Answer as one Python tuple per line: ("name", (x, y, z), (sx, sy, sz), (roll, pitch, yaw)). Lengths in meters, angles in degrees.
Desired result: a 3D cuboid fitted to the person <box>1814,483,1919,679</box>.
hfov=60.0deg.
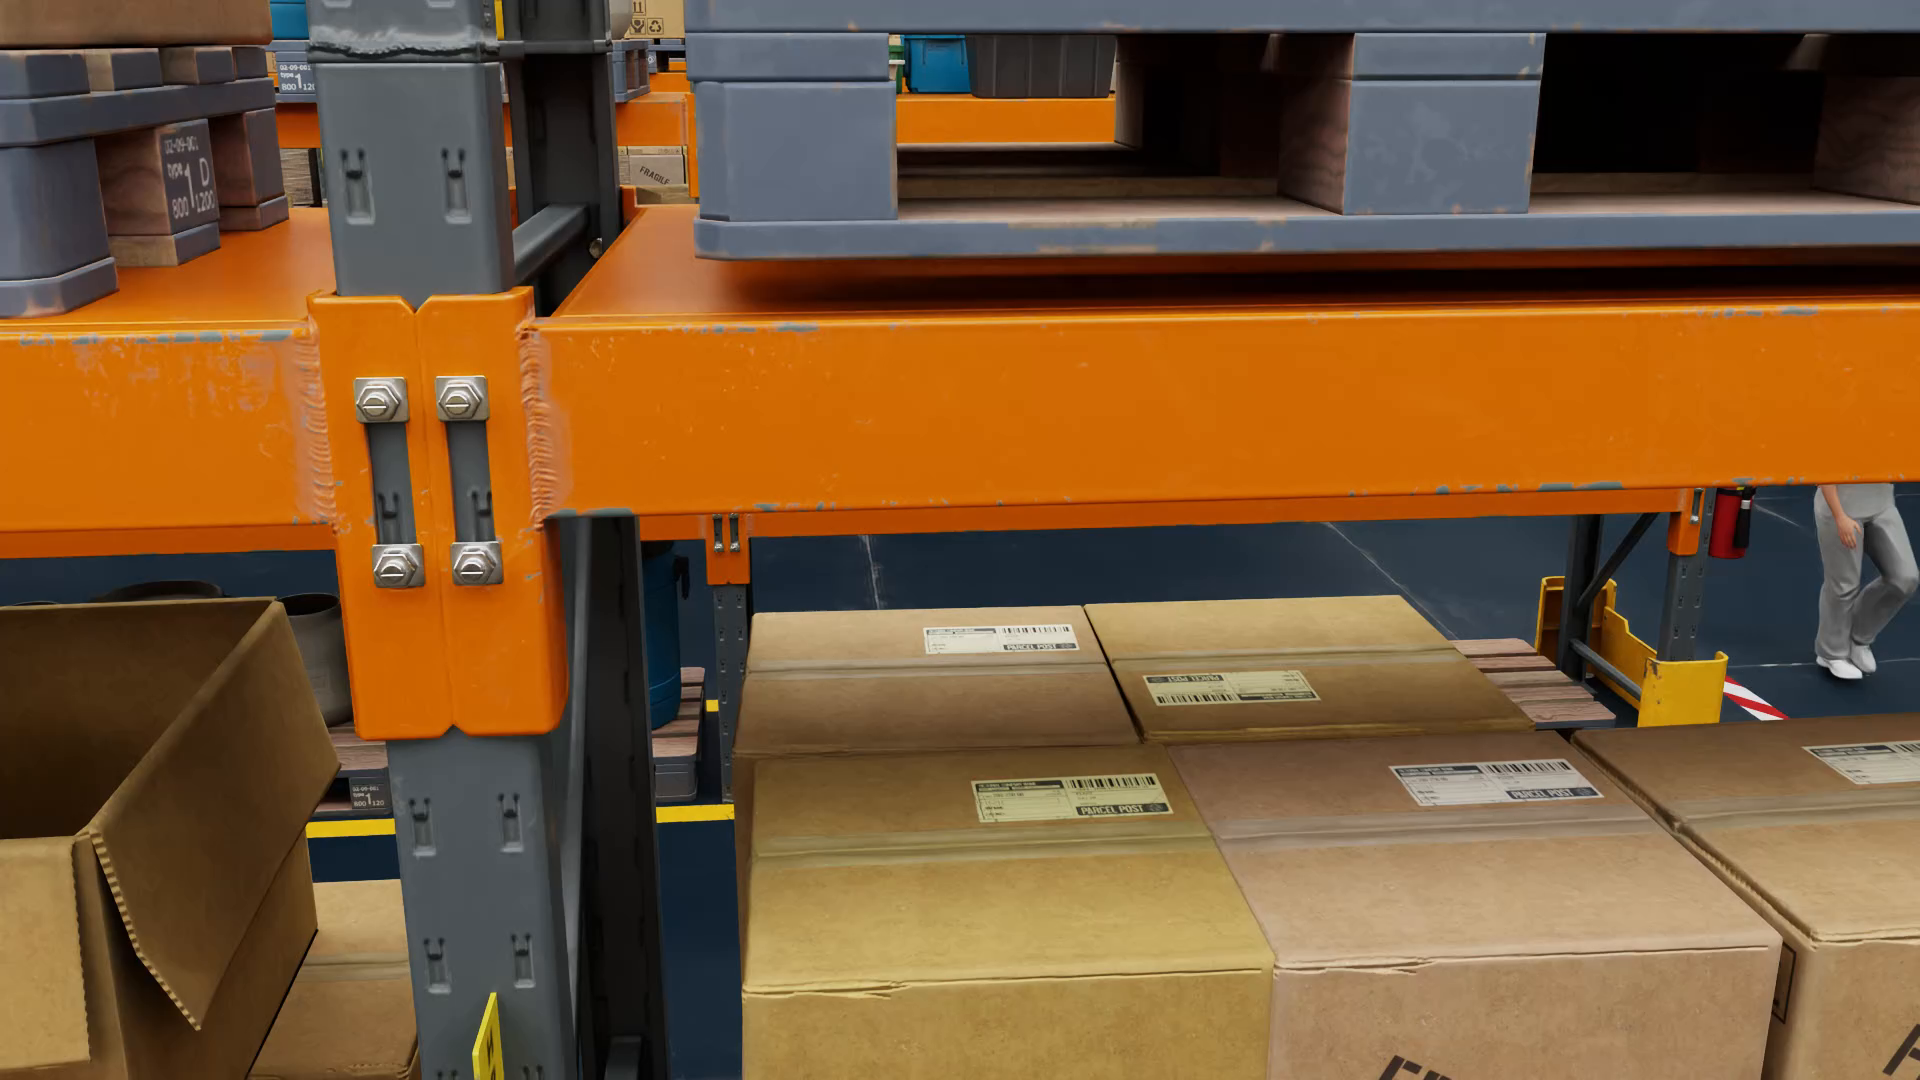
("person", (4.255, -0.124, 7.882), (0.537, 1.658, 0.432), (-3, 17, -9))
